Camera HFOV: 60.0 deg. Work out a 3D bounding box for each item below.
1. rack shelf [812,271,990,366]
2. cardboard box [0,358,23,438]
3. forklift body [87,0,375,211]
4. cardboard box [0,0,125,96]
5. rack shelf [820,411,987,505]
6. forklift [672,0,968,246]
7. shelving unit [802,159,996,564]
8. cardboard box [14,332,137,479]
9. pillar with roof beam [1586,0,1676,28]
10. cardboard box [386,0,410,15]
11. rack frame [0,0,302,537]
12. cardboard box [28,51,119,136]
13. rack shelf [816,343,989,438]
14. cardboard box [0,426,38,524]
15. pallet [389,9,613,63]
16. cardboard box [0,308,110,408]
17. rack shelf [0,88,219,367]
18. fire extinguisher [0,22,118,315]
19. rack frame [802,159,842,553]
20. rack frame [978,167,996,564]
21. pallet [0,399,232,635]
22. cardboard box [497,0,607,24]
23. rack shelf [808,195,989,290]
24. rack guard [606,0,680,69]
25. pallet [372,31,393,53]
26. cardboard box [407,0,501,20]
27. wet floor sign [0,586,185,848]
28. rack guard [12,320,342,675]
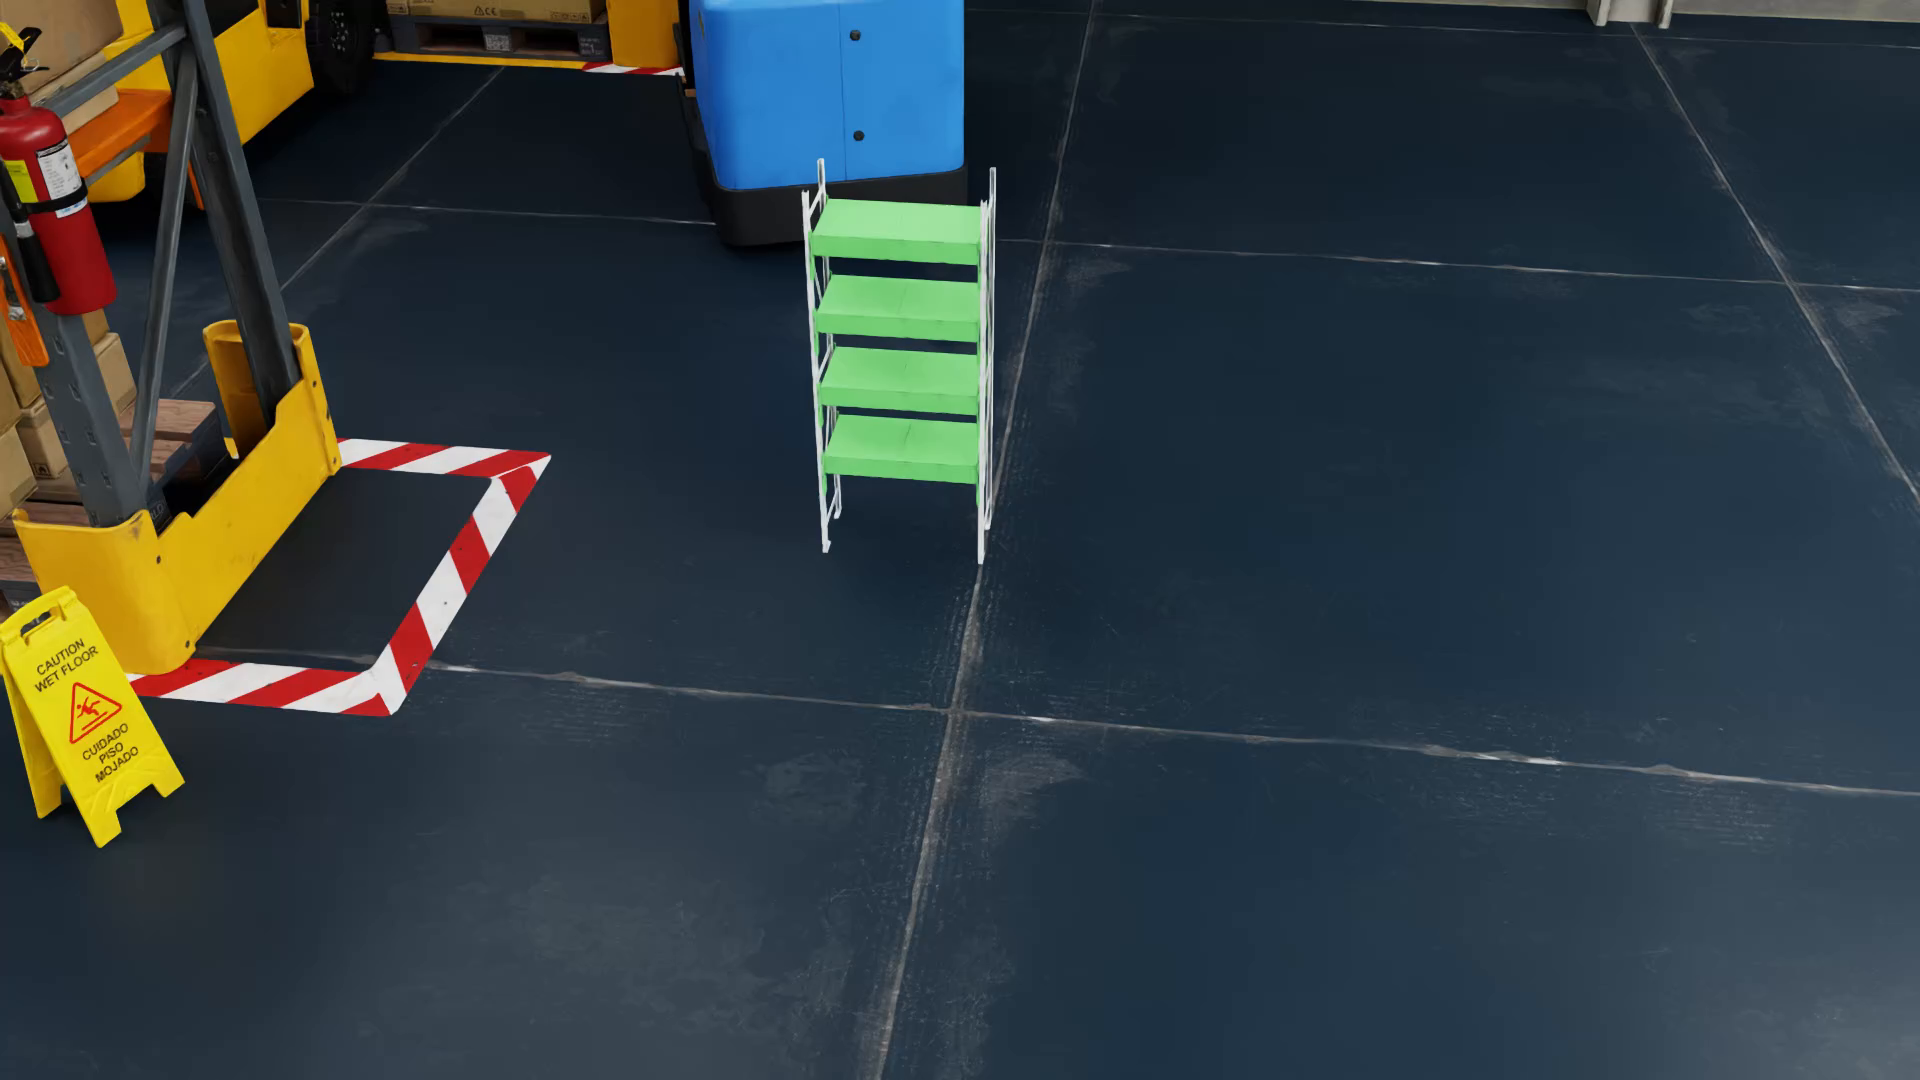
[{"bbox_3d":[-0.164,-0.644,4.816,0.480,0.148,0.258,4,36,6],"label":"rack shelf"},{"bbox_3d":[-3.074,-0.443,4.649,0.500,0.500,0.500,4,36,6],"label":"cardboard box"},{"bbox_3d":[-3.731,-2.781,7.295,1.214,2.155,2.313,4,36,6],"label":"forklift body"},{"bbox_3d":[-2.681,-1.534,4.475,0.500,0.500,0.500,4,36,5],"label":"cardboard box"},{"bbox_3d":[-0.164,-0.253,5.095,0.480,0.148,0.258,4,36,6],"label":"rack shelf"},{"bbox_3d":[-0.788,-3.252,7.283,1.130,2.935,3.031,-7,36,-10],"label":"forklift"},{"bbox_3d":[-0.164,-0.501,4.919,0.503,1.200,0.258,4,36,6],"label":"shelving unit"},{"bbox_3d":[-3.011,-0.448,5.301,0.500,0.250,0.500,4,36,6],"label":"cardboard box"},{"bbox_3d":[3.209,-4.126,3.284,0.400,9.000,9.100,4,36,6],"label":"pillar with roof beam"},{"bbox_3d":[-3.111,-3.026,8.914,0.500,0.250,0.500,5,36,6],"label":"cardboard box"},{"bbox_3d":[-2.247,-1.177,4.317,0.127,3.000,1.000,4,36,6],"label":"rack frame"},{"bbox_3d":[-2.557,-1.219,4.593,0.250,0.149,0.380,4,36,6],"label":"cardboard box"},{"bbox_3d":[-0.164,-0.449,4.956,0.480,0.148,0.258,4,36,6],"label":"rack shelf"},{"bbox_3d":[-3.106,-0.135,4.863,0.500,0.250,0.500,4,36,6],"label":"cardboard box"},{"bbox_3d":[-2.382,-2.935,9.180,1.213,0.211,1.003,4,36,6],"label":"pallet"},{"bbox_3d":[-3.035,-0.755,5.085,0.500,0.500,0.500,3,36,4],"label":"cardboard box"},{"bbox_3d":[-4.230,-1.032,4.734,4.000,0.370,1.077,4,36,6],"label":"rack shelf"},{"bbox_3d":[-2.192,-0.872,3.956,0.183,0.674,0.296,4,36,6],"label":"fire extinguisher"},{"bbox_3d":[-0.406,-0.519,4.944,0.015,1.200,0.240,4,36,6],"label":"rack frame"},{"bbox_3d":[0.078,-0.483,4.893,0.015,1.200,0.240,4,36,6],"label":"rack frame"},{"bbox_3d":[-3.123,-0.128,5.248,1.213,0.211,1.003,4,36,6],"label":"pallet"},{"bbox_3d":[-2.124,-2.942,8.795,0.500,0.250,0.500,5,36,6],"label":"cardboard box"},{"bbox_3d":[-0.164,-0.839,4.677,0.480,0.148,0.258,4,36,6],"label":"rack shelf"},{"bbox_3d":[-1.594,-3.018,9.049,0.348,0.500,1.175,4,36,6],"label":"rack guard"},{"bbox_3d":[-3.589,-3.027,9.309,1.213,0.211,1.003,4,36,6],"label":"pallet"},{"bbox_3d":[-2.616,-2.984,8.855,0.500,0.250,0.500,4,36,6],"label":"cardboard box"},{"bbox_3d":[-2.194,0.412,4.118,0.232,0.644,0.267,17,39,22],"label":"wet floor sign"},{"bbox_3d":[-2.322,-0.165,5.051,0.348,0.500,1.175,4,36,6],"label":"rack guard"}]
